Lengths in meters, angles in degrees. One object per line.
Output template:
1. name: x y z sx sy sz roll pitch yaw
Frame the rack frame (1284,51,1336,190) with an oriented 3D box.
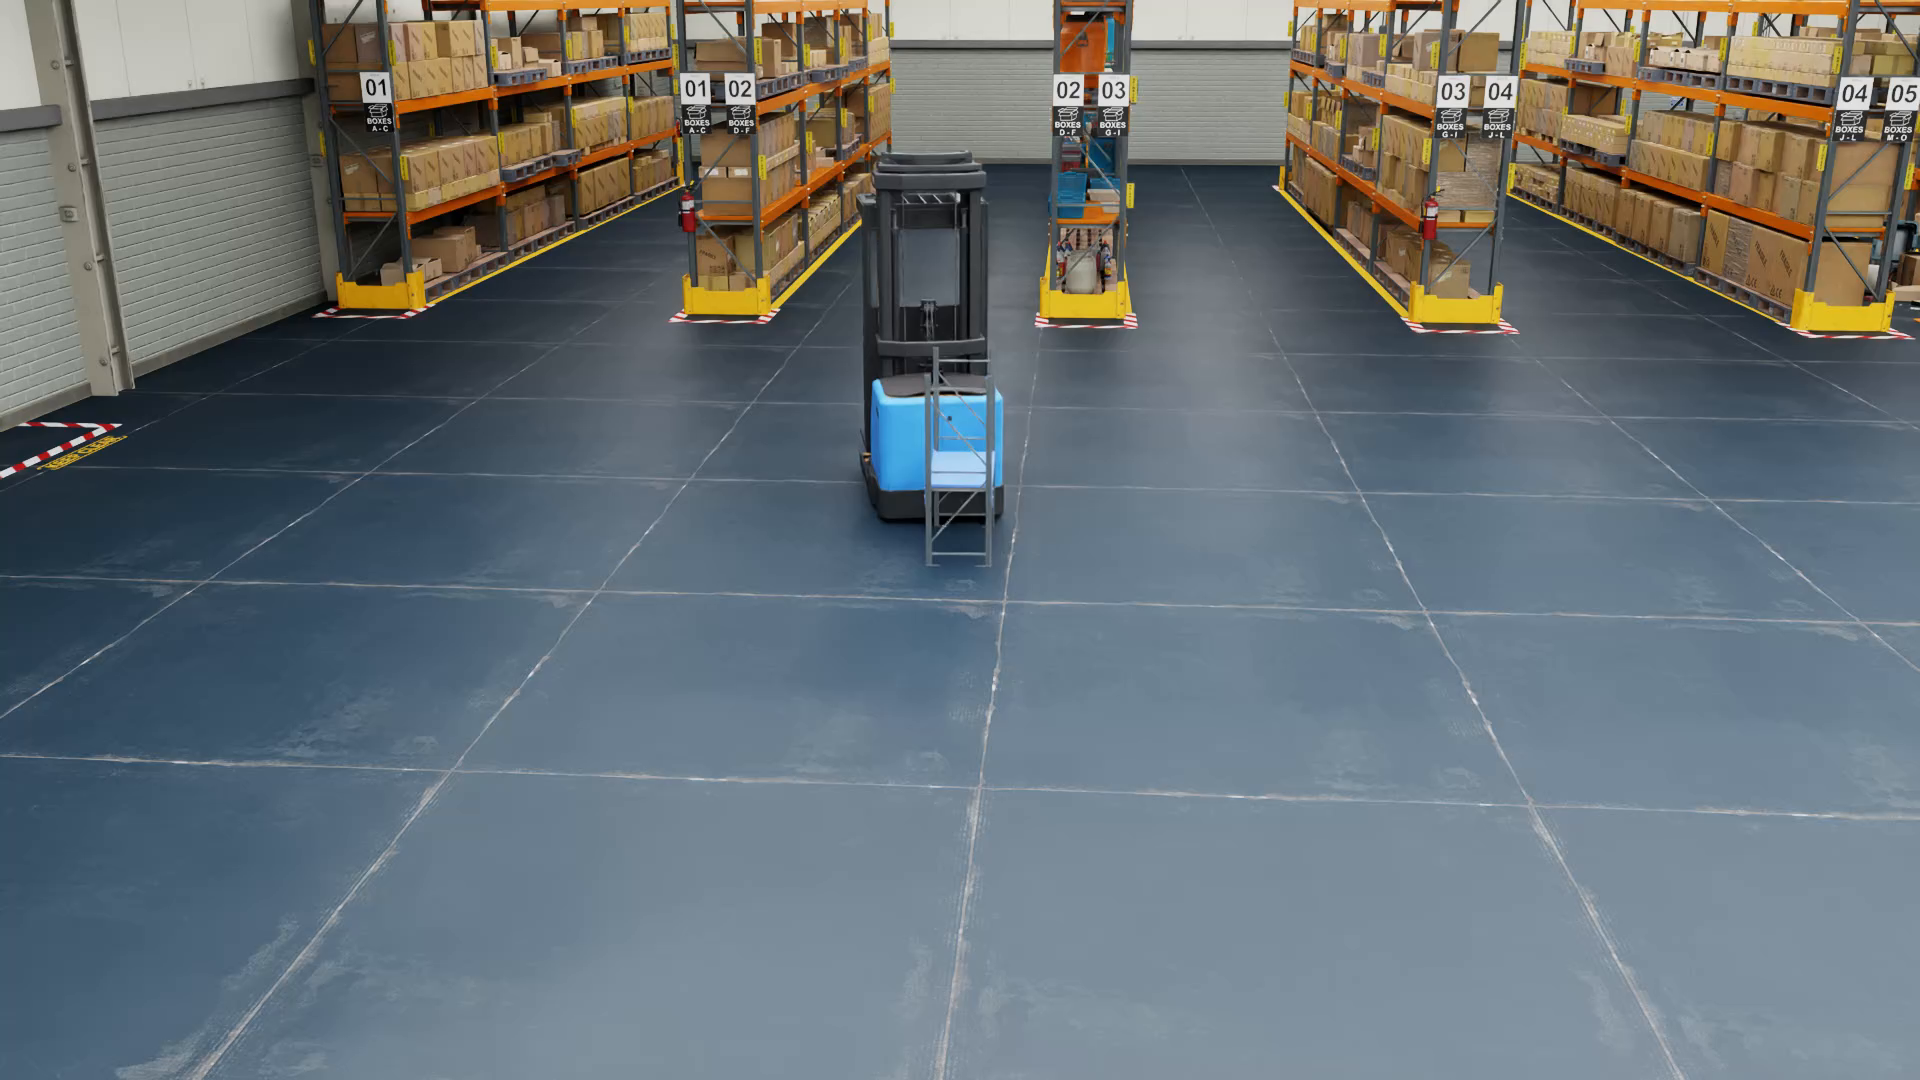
1. rack frame: 7.809 -9.336 37.099 1.000 3.000 0.127 1 18 4

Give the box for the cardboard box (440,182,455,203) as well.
1. cardboard box: -7.743 -5.101 24.382 0.500 0.250 0.500 1 18 3

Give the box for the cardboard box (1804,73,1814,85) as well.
1. cardboard box: 11.324 -6.047 21.811 0.380 0.149 0.250 2 18 5

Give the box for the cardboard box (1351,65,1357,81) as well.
1. cardboard box: 6.911 -7.906 28.158 0.500 0.250 0.500 2 18 5

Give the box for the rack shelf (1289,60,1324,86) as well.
1. rack shelf: 7.666 -9.799 34.848 1.077 0.370 4.000 1 18 4

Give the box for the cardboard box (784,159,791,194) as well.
1. cardboard box: -2.989 -5.577 25.466 0.700 0.500 0.500 1 18 3

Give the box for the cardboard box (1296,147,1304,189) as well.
1. cardboard box: 7.778 -8.043 35.890 0.875 0.875 0.875 1 18 4

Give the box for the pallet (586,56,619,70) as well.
1. pallet: -7.316 -9.474 33.010 0.805 0.209 1.217 1 18 2

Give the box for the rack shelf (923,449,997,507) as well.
1. rack shelf: 0.012 -0.494 13.099 0.538 0.185 1.000 1 18 3

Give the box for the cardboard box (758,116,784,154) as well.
1. cardboard box: -3.029 -6.045 24.811 0.700 0.500 0.500 1 18 4

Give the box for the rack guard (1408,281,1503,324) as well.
1. rack guard: 6.667 -3.203 22.395 1.175 0.500 0.348 1 18 4

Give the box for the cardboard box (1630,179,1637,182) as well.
1. cardboard box: 12.503 -6.444 30.407 0.500 0.250 0.500 1 18 3

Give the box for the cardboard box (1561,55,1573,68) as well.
1. cardboard box: 12.228 -9.465 32.914 0.500 0.250 0.500 2 18 5

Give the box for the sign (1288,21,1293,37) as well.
1. sign: 7.256 -11.229 36.527 0.100 0.325 0.005 1 18 4

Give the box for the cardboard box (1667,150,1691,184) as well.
1. cardboard box: 11.732 -5.997 26.746 0.500 0.500 0.500 1 18 4

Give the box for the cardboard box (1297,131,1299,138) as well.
1. cardboard box: 7.328 -8.555 35.117 0.380 0.149 0.250 2 18 5

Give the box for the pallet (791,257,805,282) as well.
1. pallet: -3.031 -4.261 26.086 1.003 0.211 1.213 1 18 4

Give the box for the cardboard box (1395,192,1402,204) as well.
1. cardboard box: 6.539 -4.964 24.158 0.380 0.149 0.250 1 18 4

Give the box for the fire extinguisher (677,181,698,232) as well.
1. fire extinguisher: -3.690 -4.526 22.543 0.296 0.674 0.183 1 18 4

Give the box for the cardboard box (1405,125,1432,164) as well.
1. cardboard box: 6.523 -5.518 23.202 0.500 0.500 0.500 1 18 4

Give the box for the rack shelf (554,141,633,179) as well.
1. rack shelf: -7.443 -7.463 32.536 1.077 0.370 4.000 1 18 4

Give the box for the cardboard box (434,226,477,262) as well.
1. cardboard box: -7.908 -4.639 26.071 0.500 0.500 0.500 0 18 0

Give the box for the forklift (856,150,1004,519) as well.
1. forklift: -0.332 -1.983 14.766 1.130 2.935 3.031 -2 18 -7

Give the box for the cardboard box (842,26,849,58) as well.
1. cardboard box: -2.493 -9.673 32.315 0.600 0.600 0.600 1 18 3

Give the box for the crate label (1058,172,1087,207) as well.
1. crate label: 1.584 -5.072 24.028 0.502 0.435 0.616 1 18 4

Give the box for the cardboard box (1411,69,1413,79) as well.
1. cardboard box: 6.578 -6.572 23.447 0.380 0.149 0.250 2 18 5

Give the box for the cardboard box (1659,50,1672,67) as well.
1. cardboard box: 11.868 -7.935 27.412 0.500 0.250 0.500 2 18 5

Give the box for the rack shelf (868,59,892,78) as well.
1. rack shelf: -2.215 -10.021 35.526 1.077 0.370 4.000 1 18 4

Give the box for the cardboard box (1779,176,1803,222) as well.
1. cardboard box: 11.601 -4.584 22.354 0.875 0.550 0.550 1 18 4

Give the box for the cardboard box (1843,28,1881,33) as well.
1. cardboard box: 17.658 -9.771 32.612 0.500 0.500 0.500 2 18 5

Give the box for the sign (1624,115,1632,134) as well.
1. sign: 11.633 -7.231 28.942 0.100 0.325 0.005 1 18 4

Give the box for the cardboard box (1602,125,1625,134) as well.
1. cardboard box: 11.792 -7.394 29.945 0.380 0.149 0.250 2 18 6

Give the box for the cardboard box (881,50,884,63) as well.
1. cardboard box: -1.915 -10.437 35.881 0.500 0.250 0.500 1 18 4

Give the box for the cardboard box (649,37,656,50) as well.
1. cardboard box: -6.869 -10.712 35.887 0.500 0.250 0.500 1 18 2

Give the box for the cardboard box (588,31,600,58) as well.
1. cardboard box: -7.448 -9.663 32.410 0.700 0.500 0.500 1 18 3

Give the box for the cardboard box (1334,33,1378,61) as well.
1. cardboard box: 7.361 -9.161 30.905 0.797 0.503 0.637 1 18 3

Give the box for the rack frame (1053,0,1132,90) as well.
1. rack frame: 1.722 -7.328 21.337 1.000 3.000 0.127 1 18 4

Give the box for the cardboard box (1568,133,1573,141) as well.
1. cardboard box: 11.939 -7.756 32.006 0.380 0.149 0.250 1 18 4

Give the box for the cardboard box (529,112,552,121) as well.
1. cardboard box: -7.581 -7.640 30.014 0.380 0.149 0.250 -1 18 -3

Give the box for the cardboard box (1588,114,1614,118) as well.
1. cardboard box: 12.749 -8.289 33.264 0.500 0.500 0.500 1 18 3

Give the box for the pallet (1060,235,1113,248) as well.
1. pallet: 2.111 -5.020 28.403 1.003 0.211 1.213 1 18 4

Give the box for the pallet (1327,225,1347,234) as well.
1. pallet: 7.367 -5.770 30.692 1.003 0.211 1.213 1 18 4

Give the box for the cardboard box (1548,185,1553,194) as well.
1. cardboard box: 12.175 -7.127 33.783 0.380 0.149 0.250 0 18 1

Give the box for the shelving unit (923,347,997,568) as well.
1. shelving unit: 0.012 -0.665 13.043 0.538 1.500 1.048 1 18 3

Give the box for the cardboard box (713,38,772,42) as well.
1. cardboard box: -3.176 -7.064 24.280 0.797 0.503 0.637 3 18 10

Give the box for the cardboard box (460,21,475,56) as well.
1. cardboard box: -7.668 -7.566 25.079 0.500 0.500 0.500 2 18 7

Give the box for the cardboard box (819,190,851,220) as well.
1. cardboard box: -2.327 -6.230 30.927 0.500 0.500 0.500 2 18 6

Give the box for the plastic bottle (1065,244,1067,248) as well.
1. plastic bottle: 1.659 -4.446 25.829 0.061 0.283 0.133 1 18 4

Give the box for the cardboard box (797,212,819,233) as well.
1. cardboard box: -2.613 -5.269 27.527 0.500 0.311 0.500 1 18 3

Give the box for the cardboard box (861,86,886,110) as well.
1. cardboard box: -1.897 -9.619 36.195 0.500 0.500 0.500 2 18 5

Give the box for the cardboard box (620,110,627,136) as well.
1. cardboard box: -7.081 -8.475 33.800 0.500 0.500 0.500 1 18 3

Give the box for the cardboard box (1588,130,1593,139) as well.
1. cardboard box: 11.847 -7.495 30.732 0.380 0.149 0.250 2 18 5

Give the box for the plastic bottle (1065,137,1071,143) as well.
1. plastic bottle: 2.034 -7.477 31.505 0.144 0.351 0.185 1 18 4

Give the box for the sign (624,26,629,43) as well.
1. sign: -6.758 -10.237 33.695 0.100 0.325 0.005 1 18 4

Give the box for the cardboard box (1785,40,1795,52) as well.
1. cardboard box: 11.379 -6.664 22.414 0.380 0.149 0.250 1 18 3
